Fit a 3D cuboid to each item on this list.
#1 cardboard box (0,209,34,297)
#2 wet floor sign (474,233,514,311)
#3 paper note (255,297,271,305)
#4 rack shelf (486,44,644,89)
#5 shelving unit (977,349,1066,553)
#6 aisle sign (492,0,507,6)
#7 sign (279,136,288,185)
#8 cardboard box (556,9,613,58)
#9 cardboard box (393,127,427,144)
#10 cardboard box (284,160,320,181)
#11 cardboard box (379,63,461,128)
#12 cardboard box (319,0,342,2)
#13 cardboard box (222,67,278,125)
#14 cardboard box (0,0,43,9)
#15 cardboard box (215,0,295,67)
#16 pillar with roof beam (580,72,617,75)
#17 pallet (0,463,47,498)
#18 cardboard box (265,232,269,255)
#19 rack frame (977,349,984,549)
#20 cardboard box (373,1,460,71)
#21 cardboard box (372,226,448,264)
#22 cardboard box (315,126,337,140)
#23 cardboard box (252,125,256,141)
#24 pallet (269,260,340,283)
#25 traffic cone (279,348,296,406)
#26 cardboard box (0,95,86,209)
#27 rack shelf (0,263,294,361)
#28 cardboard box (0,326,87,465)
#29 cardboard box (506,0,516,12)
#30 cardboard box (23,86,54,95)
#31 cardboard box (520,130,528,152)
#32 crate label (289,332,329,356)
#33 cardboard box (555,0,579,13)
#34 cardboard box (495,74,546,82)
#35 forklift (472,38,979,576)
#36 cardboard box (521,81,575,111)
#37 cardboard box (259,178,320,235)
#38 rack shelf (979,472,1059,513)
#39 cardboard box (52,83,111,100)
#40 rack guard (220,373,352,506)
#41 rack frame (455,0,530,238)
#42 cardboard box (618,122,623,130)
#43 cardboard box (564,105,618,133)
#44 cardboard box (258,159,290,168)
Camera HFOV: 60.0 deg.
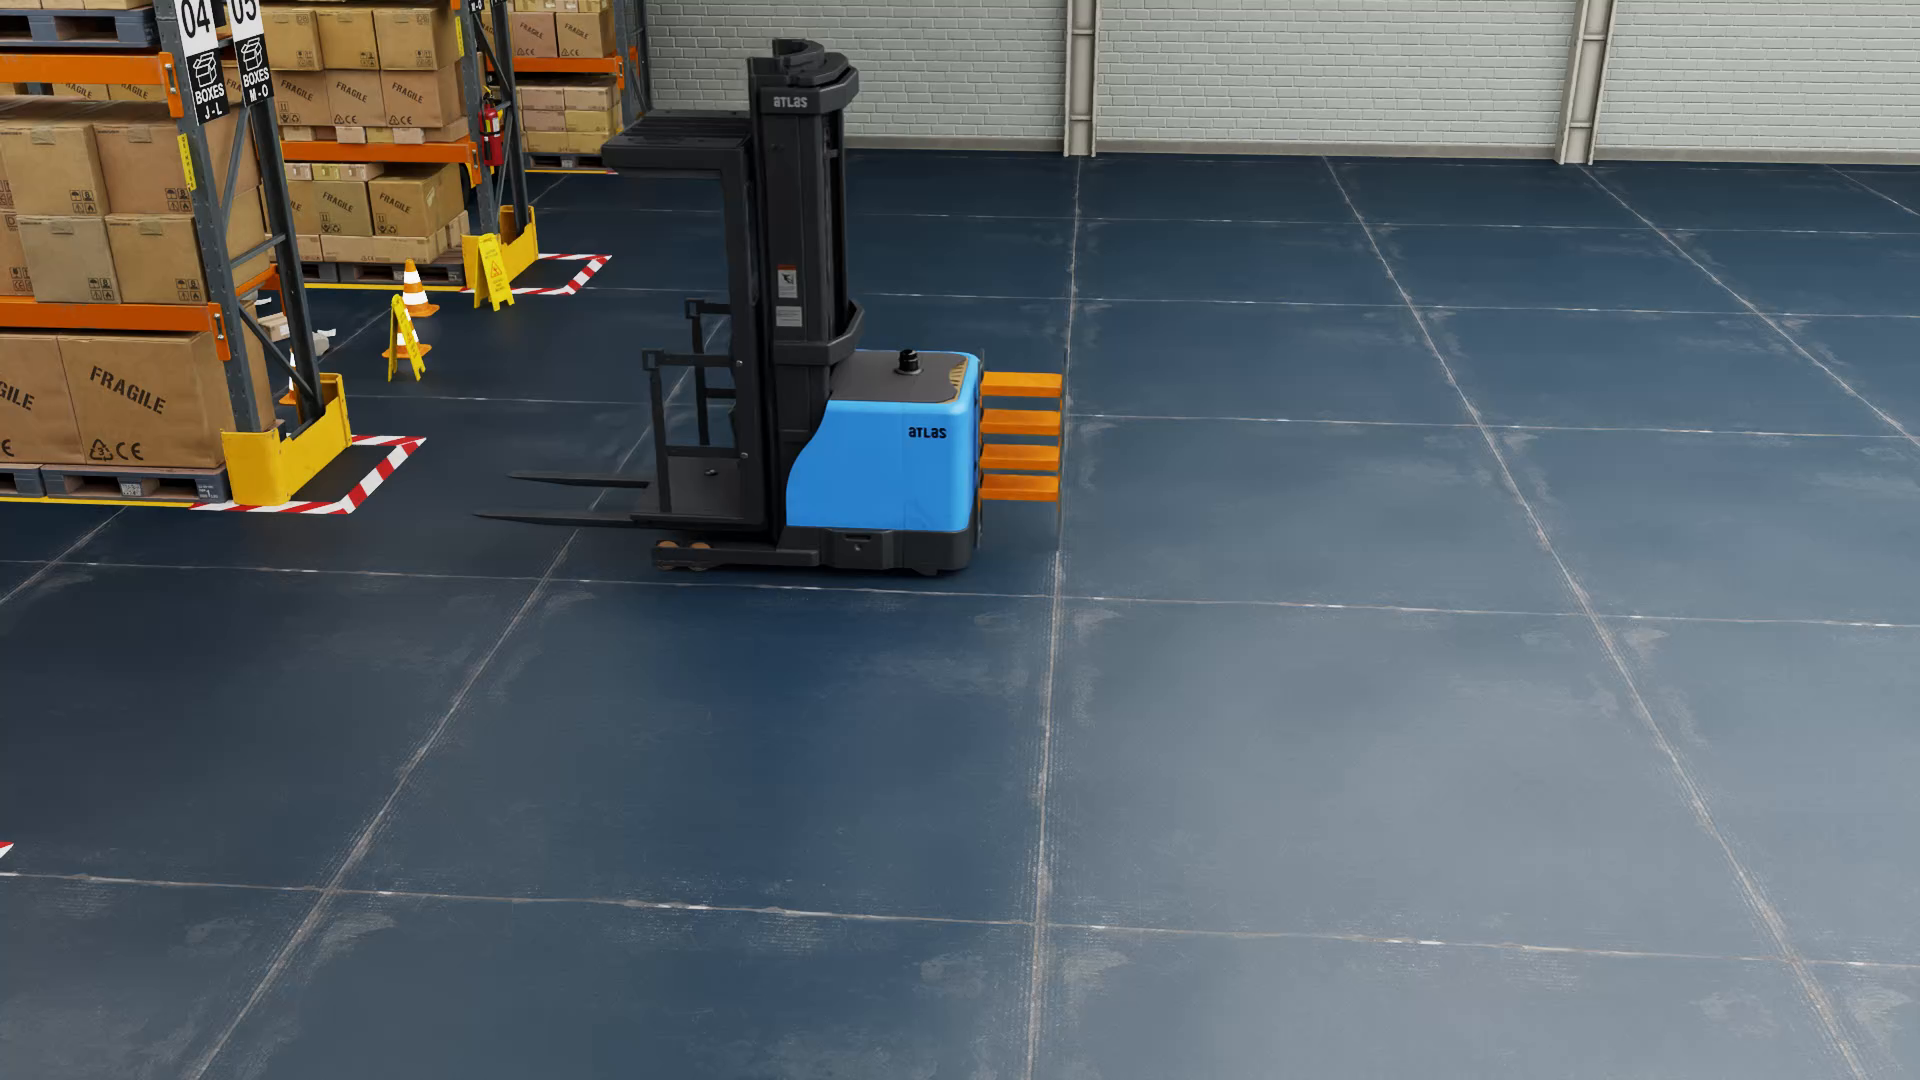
[{"bbox_3d":[-5.995,-1.968,10.759,0.550,0.550,0.875,2,25,4],"label":"cardboard box"},{"bbox_3d":[-4.137,-2.373,14.635,0.232,0.644,0.267,11,27,22],"label":"wet floor sign"},{"bbox_3d":[-6.236,-2.134,14.851,0.148,0.019,0.142,-7,26,-14],"label":"paper note"},{"bbox_3d":[-5.862,-5.701,19.911,4.000,0.370,1.077,2,25,4],"label":"rack shelf"},{"bbox_3d":[0.365,-0.529,9.964,0.503,1.200,0.258,2,25,5],"label":"shelving unit"},{"bbox_3d":[-4.159,-5.203,14.858,0.004,0.787,0.394,2,25,4],"label":"aisle sign"},{"bbox_3d":[-4.474,-2.488,10.939,0.005,0.325,0.100,2,25,4],"label":"sign"},{"bbox_3d":[-4.379,-5.915,19.397,0.500,0.500,0.500,1,25,3],"label":"cardboard box"},{"bbox_3d":[-4.895,-3.665,14.927,0.250,0.149,0.380,2,25,3],"label":"cardboard box"},{"bbox_3d":[-5.947,-3.391,15.144,0.250,0.149,0.380,3,25,6],"label":"cardboard box"},{"bbox_3d":[-4.807,-3.977,14.830,0.500,0.500,0.500,1,25,3],"label":"cardboard box"},{"bbox_3d":[-7.300,-6.304,19.466,0.250,0.149,0.380,2,25,5],"label":"cardboard box"},{"bbox_3d":[-6.308,-4.037,14.960,0.500,0.500,0.500,2,25,5],"label":"cardboard box"},{"bbox_3d":[-5.387,-3.199,9.703,0.250,0.149,0.380,2,25,5],"label":"cardboard box"},{"bbox_3d":[-6.278,-4.521,14.816,0.500,0.500,0.700,2,25,4],"label":"cardboard box"},{"bbox_3d":[-4.823,-7.292,15.333,0.400,9.000,9.100,2,25,4],"label":"pillar with roof beam"},{"bbox_3d":[-6.539,-0.594,11.289,1.213,0.211,1.003,2,25,4],"label":"pallet"},{"bbox_3d":[-6.603,-2.804,15.543,0.500,0.250,0.500,2,25,3],"label":"cardboard box"},{"bbox_3d":[0.122,-0.538,9.984,0.015,1.200,0.240,2,25,5],"label":"rack frame"},{"bbox_3d":[-4.770,-4.455,14.671,0.500,0.500,0.700,1,25,3],"label":"cardboard box"},{"bbox_3d":[-5.095,-2.751,15.426,0.500,0.250,0.500,2,25,4],"label":"cardboard box"},{"bbox_3d":[-5.652,-3.745,15.100,0.250,0.149,0.380,2,25,5],"label":"cardboard box"},{"bbox_3d":[-6.415,-3.723,15.054,0.250,0.149,0.380,2,25,4],"label":"cardboard box"},{"bbox_3d":[-6.340,-2.711,15.889,1.213,0.211,1.003,2,25,4],"label":"pallet"},{"bbox_3d":[-4.943,-1.284,12.488,0.334,0.463,0.336,2,25,4],"label":"traffic cone"},{"bbox_3d":[-5.993,-2.468,10.555,0.550,0.550,0.875,2,25,4],"label":"cardboard box"},{"bbox_3d":[-6.517,-1.565,10.924,4.000,0.370,1.077,2,25,4],"label":"rack shelf"},{"bbox_3d":[-6.081,-1.075,11.037,0.875,0.875,0.875,1,25,3],"label":"cardboard box"},{"bbox_3d":[-5.262,-6.229,19.303,0.250,0.149,0.380,1,25,2],"label":"cardboard box"},{"bbox_3d":[-8.759,-4.248,15.693,0.250,0.149,0.380,2,25,5],"label":"cardboard box"},{"bbox_3d":[-5.354,-4.828,19.941,0.500,0.250,0.500,2,25,5],"label":"cardboard box"},{"bbox_3d":[-5.306,-1.596,13.554,0.298,0.136,0.250,-11,27,-23],"label":"crate label"},{"bbox_3d":[-4.492,-6.194,19.226,0.250,0.149,0.380,2,25,5],"label":"cardboard box"},{"bbox_3d":[-5.329,-5.488,20.180,0.500,0.250,0.500,2,25,4],"label":"cardboard box"},{"bbox_3d":[-1.412,-1.364,9.707,3.031,2.935,1.130,2,25,5],"label":"forklift"},{"bbox_3d":[-4.861,-5.258,19.679,0.500,0.250,0.500,2,25,5],"label":"cardboard box"},{"bbox_3d":[-6.086,-3.128,15.350,0.500,0.500,0.500,1,25,3],"label":"cardboard box"},{"bbox_3d":[0.365,-0.287,10.075,0.480,0.148,0.258,2,25,5],"label":"rack shelf"},{"bbox_3d":[-7.815,-4.073,15.037,0.500,0.500,0.500,2,25,4],"label":"cardboard box"},{"bbox_3d":[-4.499,-0.692,11.155,0.348,0.500,1.175,2,25,4],"label":"rack guard"},{"bbox_3d":[-4.244,-3.894,15.125,0.127,3.000,1.000,2,25,4],"label":"rack frame"},{"bbox_3d":[-4.343,-5.002,20.320,0.500,0.250,0.500,2,25,4],"label":"cardboard box"},{"bbox_3d":[-4.377,-5.017,19.755,0.500,0.250,0.500,2,25,3],"label":"cardboard box"},{"bbox_3d":[-6.606,-3.366,15.867,0.500,0.500,0.500,3,25,7],"label":"cardboard box"}]
